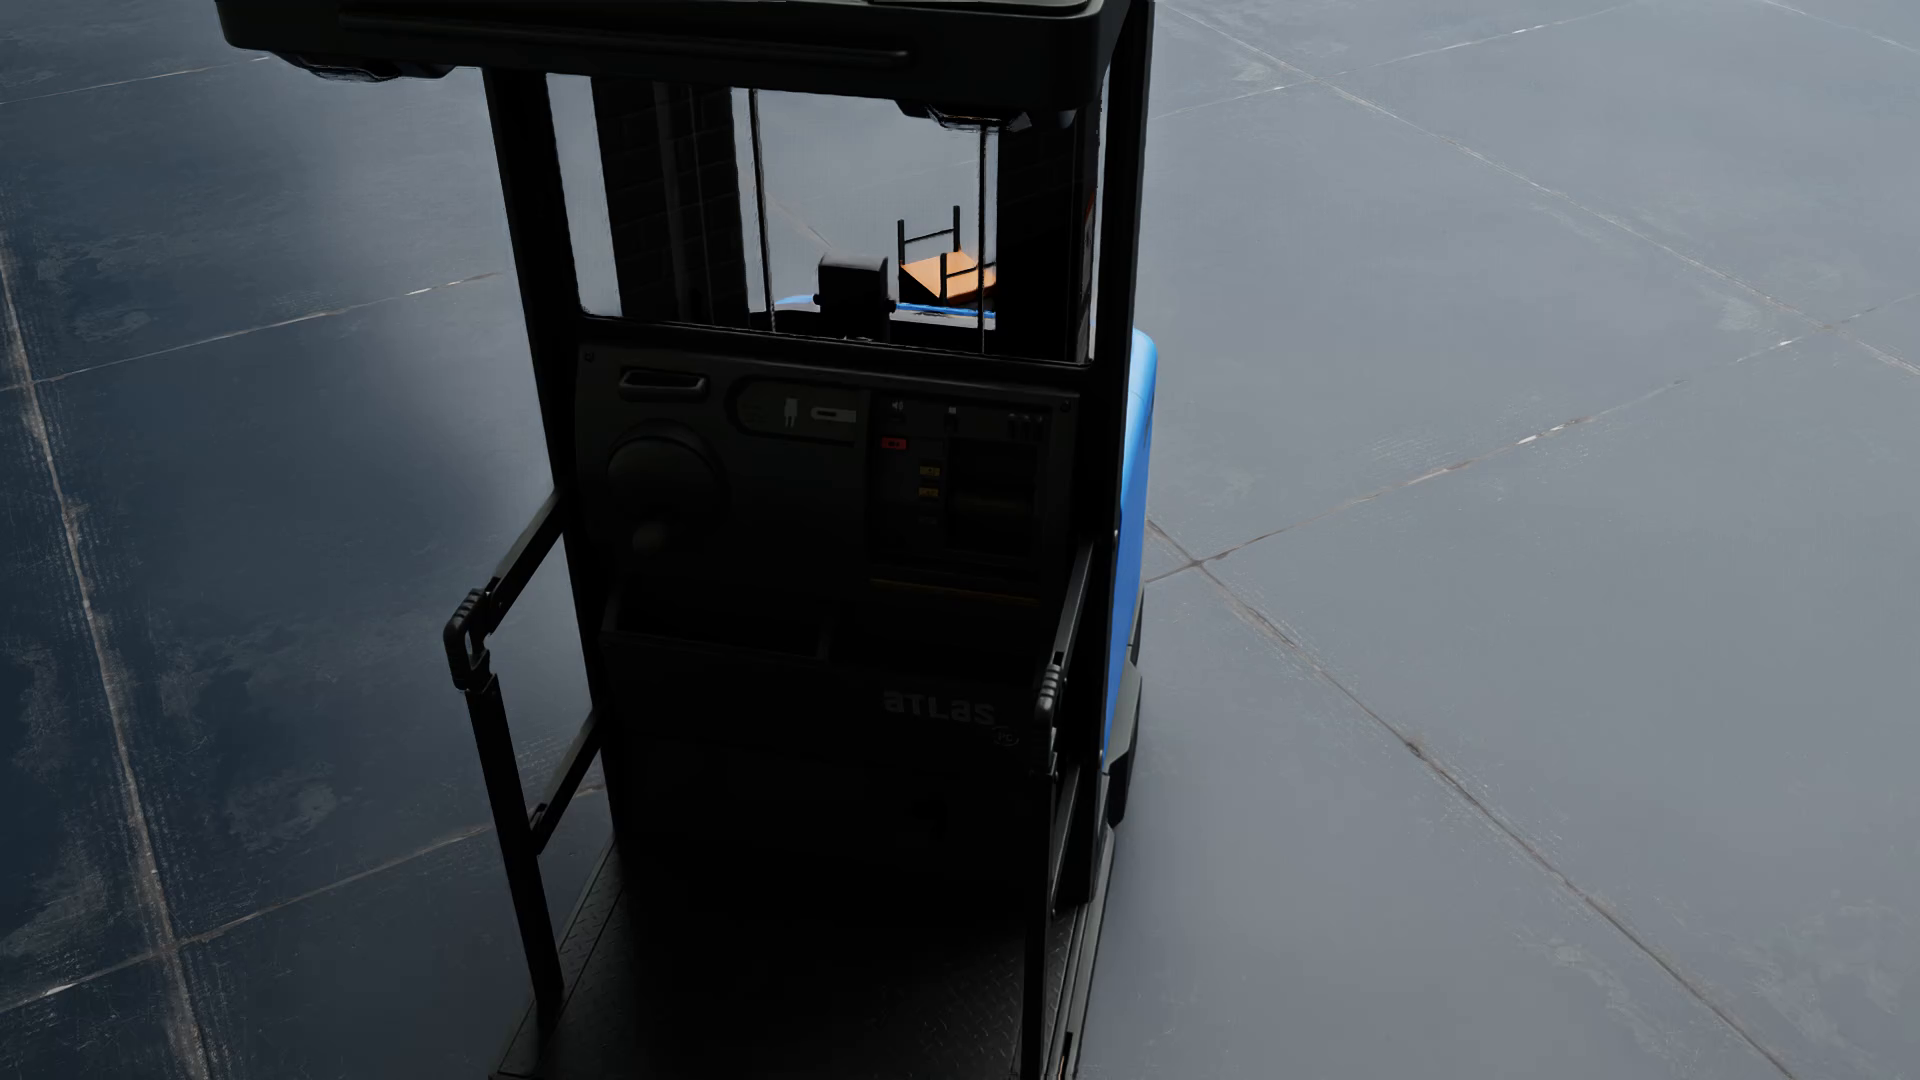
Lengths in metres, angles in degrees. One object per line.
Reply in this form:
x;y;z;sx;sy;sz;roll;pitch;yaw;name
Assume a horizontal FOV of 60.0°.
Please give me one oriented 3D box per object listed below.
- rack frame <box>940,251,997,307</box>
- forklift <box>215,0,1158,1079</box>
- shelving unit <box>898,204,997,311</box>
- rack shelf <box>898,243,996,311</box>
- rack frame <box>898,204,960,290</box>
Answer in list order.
0.034;-0.389;4.893;0.200;1.050;0.008;-19;40;-24;rack frame
-0.294;-0.063;2.851;1.130;2.935;3.031;7;37;9;forklift
-0.027;-0.451;4.978;0.215;1.050;0.252;-19;40;-24;shelving unit
-0.027;-0.672;4.817;0.215;0.259;0.240;-19;40;-24;rack shelf
-0.088;-0.513;5.063;0.200;1.050;0.008;-19;40;-24;rack frame
